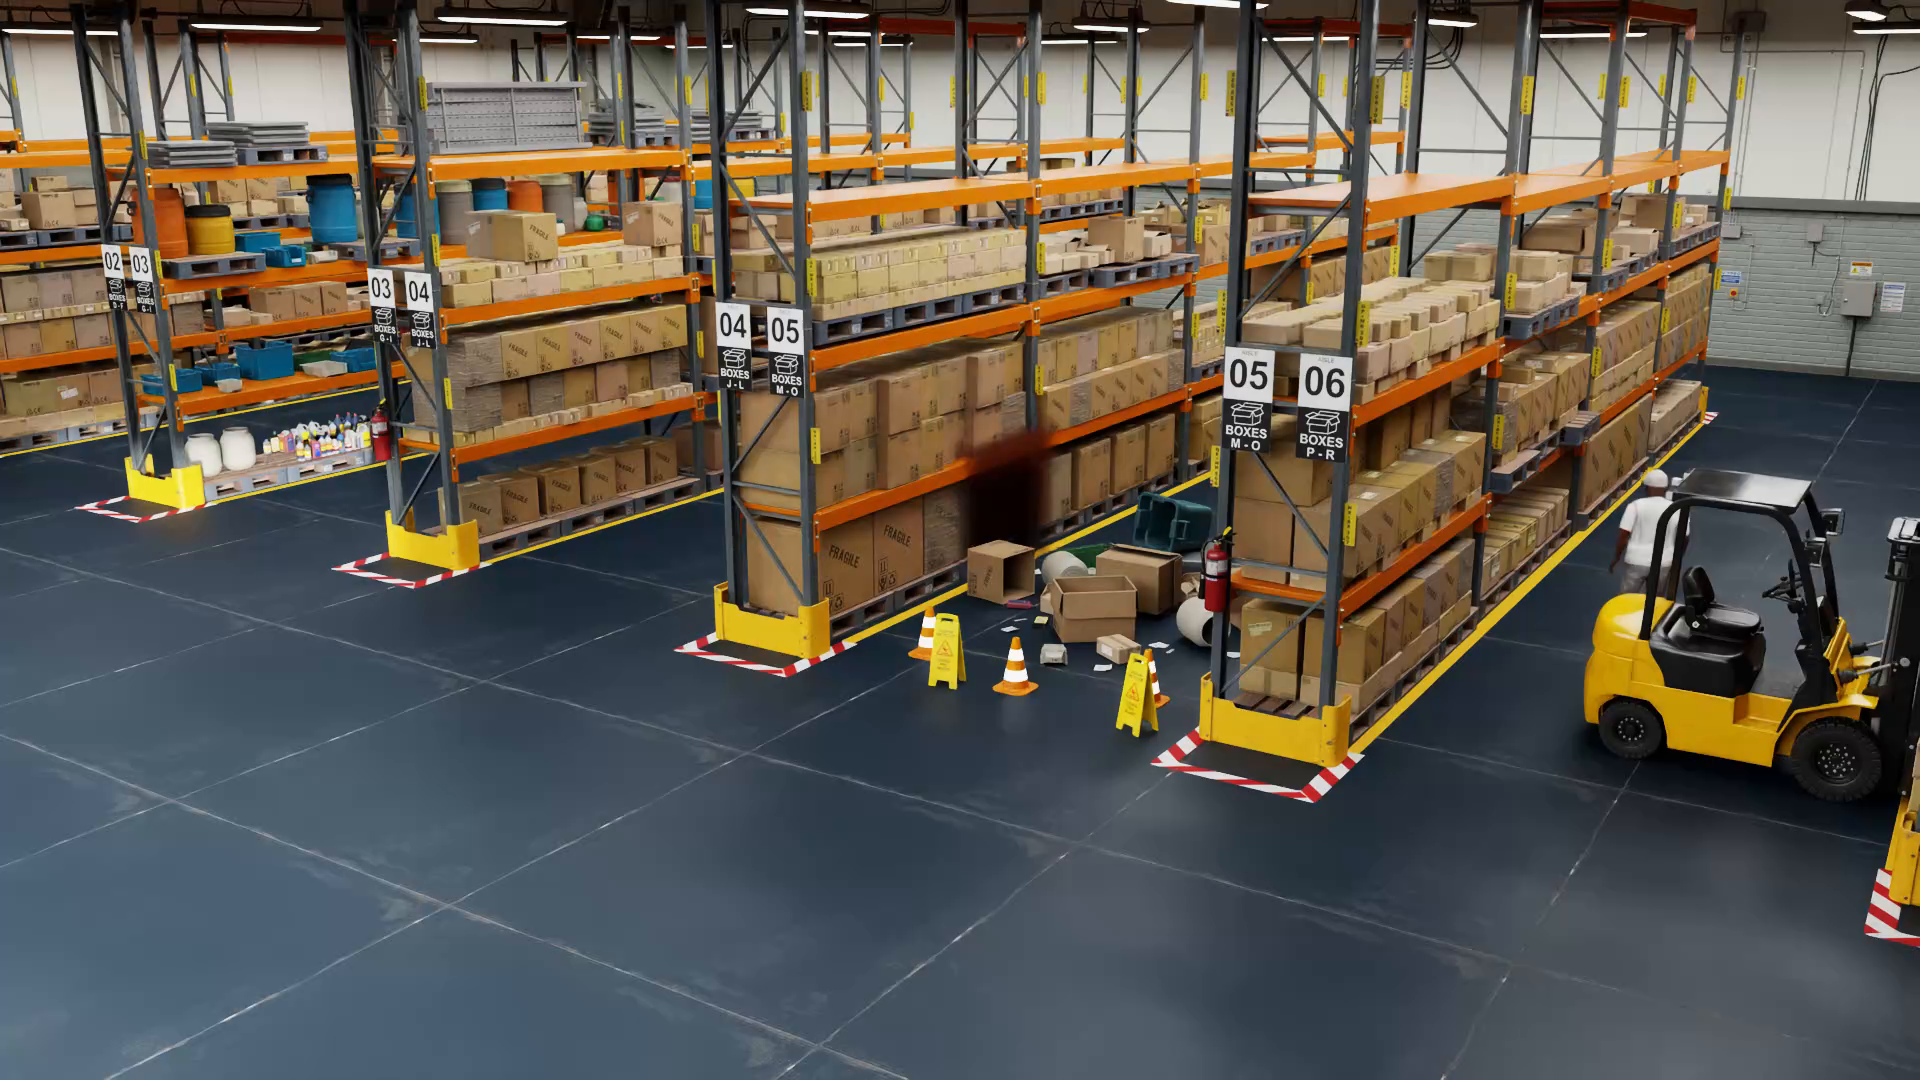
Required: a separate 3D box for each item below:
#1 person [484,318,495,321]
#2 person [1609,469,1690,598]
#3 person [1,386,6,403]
[{"bbox_3d":[-8.048,-3.495,28.857,0.415,1.540,0.768,9,18,29],"label":"person"},{"bbox_3d":[6.306,0.233,15.220,0.658,1.715,0.694,4,16,12],"label":"person"},{"bbox_3d":[-15.634,-2.836,26.379,0.544,1.607,0.986,0,16,0],"label":"person"}]
